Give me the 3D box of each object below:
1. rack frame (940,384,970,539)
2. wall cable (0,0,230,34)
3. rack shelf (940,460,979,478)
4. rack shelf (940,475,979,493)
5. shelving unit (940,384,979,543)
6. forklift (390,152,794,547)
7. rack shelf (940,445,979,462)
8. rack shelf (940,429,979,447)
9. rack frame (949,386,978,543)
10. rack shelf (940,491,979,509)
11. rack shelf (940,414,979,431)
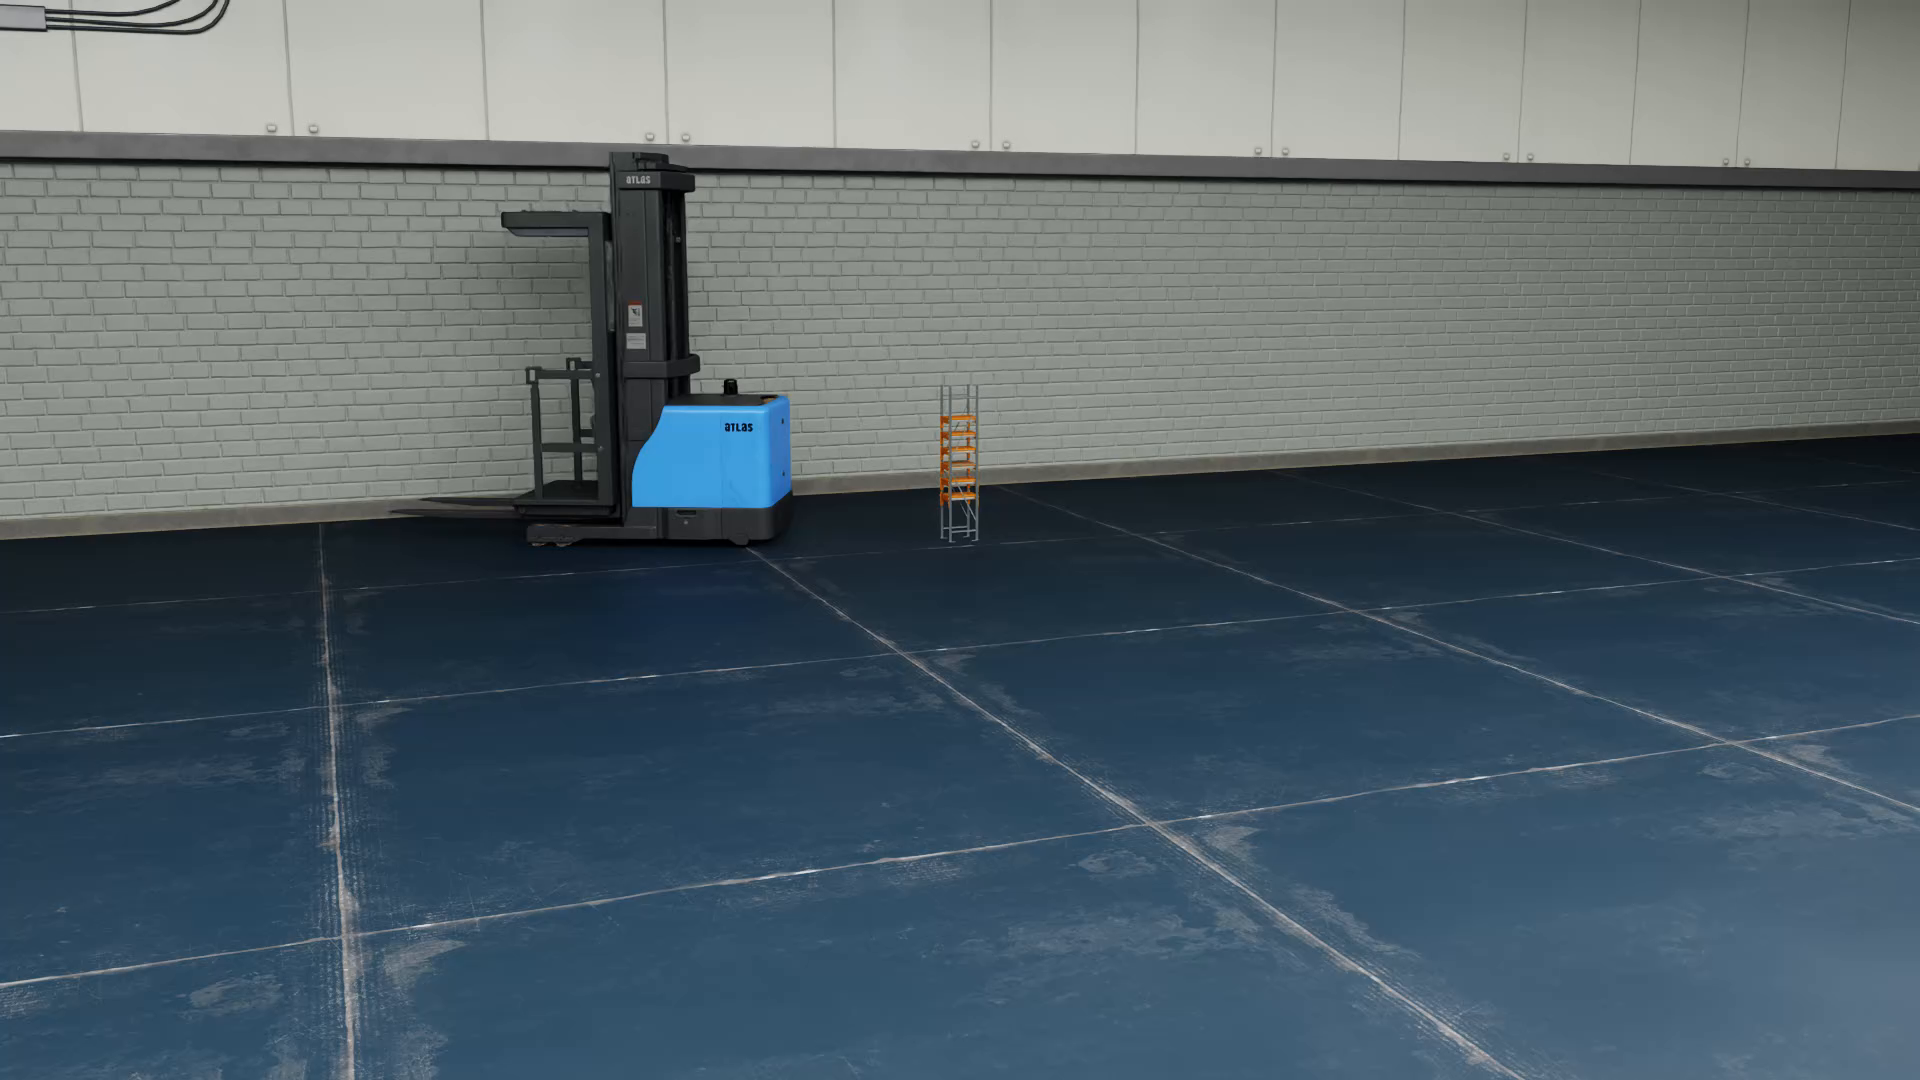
[{"bbox_3d":[-0.038,-0.608,12.912,0.240,1.200,0.006,-4,11,-21],"label":"rack frame"},{"bbox_3d":[-6.678,-6.151,12.091,2.305,6.003,0.169,-4,11,-21],"label":"wall cable"},{"bbox_3d":[-0.005,-0.549,12.836,0.258,0.103,0.180,-4,11,-21],"label":"rack shelf"},{"bbox_3d":[-0.005,-0.431,12.857,0.258,0.103,0.180,-4,11,-21],"label":"rack shelf"},{"bbox_3d":[-0.005,-0.593,12.828,0.258,1.200,0.189,-4,11,-21],"label":"shelving unit"},{"bbox_3d":[-2.888,-1.483,12.890,3.031,2.935,1.130,1,10,4],"label":"forklift"},{"bbox_3d":[-0.005,-0.667,12.815,0.258,0.103,0.180,-4,11,-21],"label":"rack shelf"},{"bbox_3d":[-0.005,-0.786,12.794,0.258,0.103,0.180,-4,11,-21],"label":"rack shelf"},{"bbox_3d":[0.028,-0.578,12.744,0.240,1.200,0.006,-4,11,-21],"label":"rack frame"},{"bbox_3d":[-0.005,-0.313,12.878,0.258,0.103,0.180,-4,11,-21],"label":"rack shelf"},{"bbox_3d":[-0.005,-0.904,12.773,0.258,0.103,0.180,-4,11,-21],"label":"rack shelf"}]
